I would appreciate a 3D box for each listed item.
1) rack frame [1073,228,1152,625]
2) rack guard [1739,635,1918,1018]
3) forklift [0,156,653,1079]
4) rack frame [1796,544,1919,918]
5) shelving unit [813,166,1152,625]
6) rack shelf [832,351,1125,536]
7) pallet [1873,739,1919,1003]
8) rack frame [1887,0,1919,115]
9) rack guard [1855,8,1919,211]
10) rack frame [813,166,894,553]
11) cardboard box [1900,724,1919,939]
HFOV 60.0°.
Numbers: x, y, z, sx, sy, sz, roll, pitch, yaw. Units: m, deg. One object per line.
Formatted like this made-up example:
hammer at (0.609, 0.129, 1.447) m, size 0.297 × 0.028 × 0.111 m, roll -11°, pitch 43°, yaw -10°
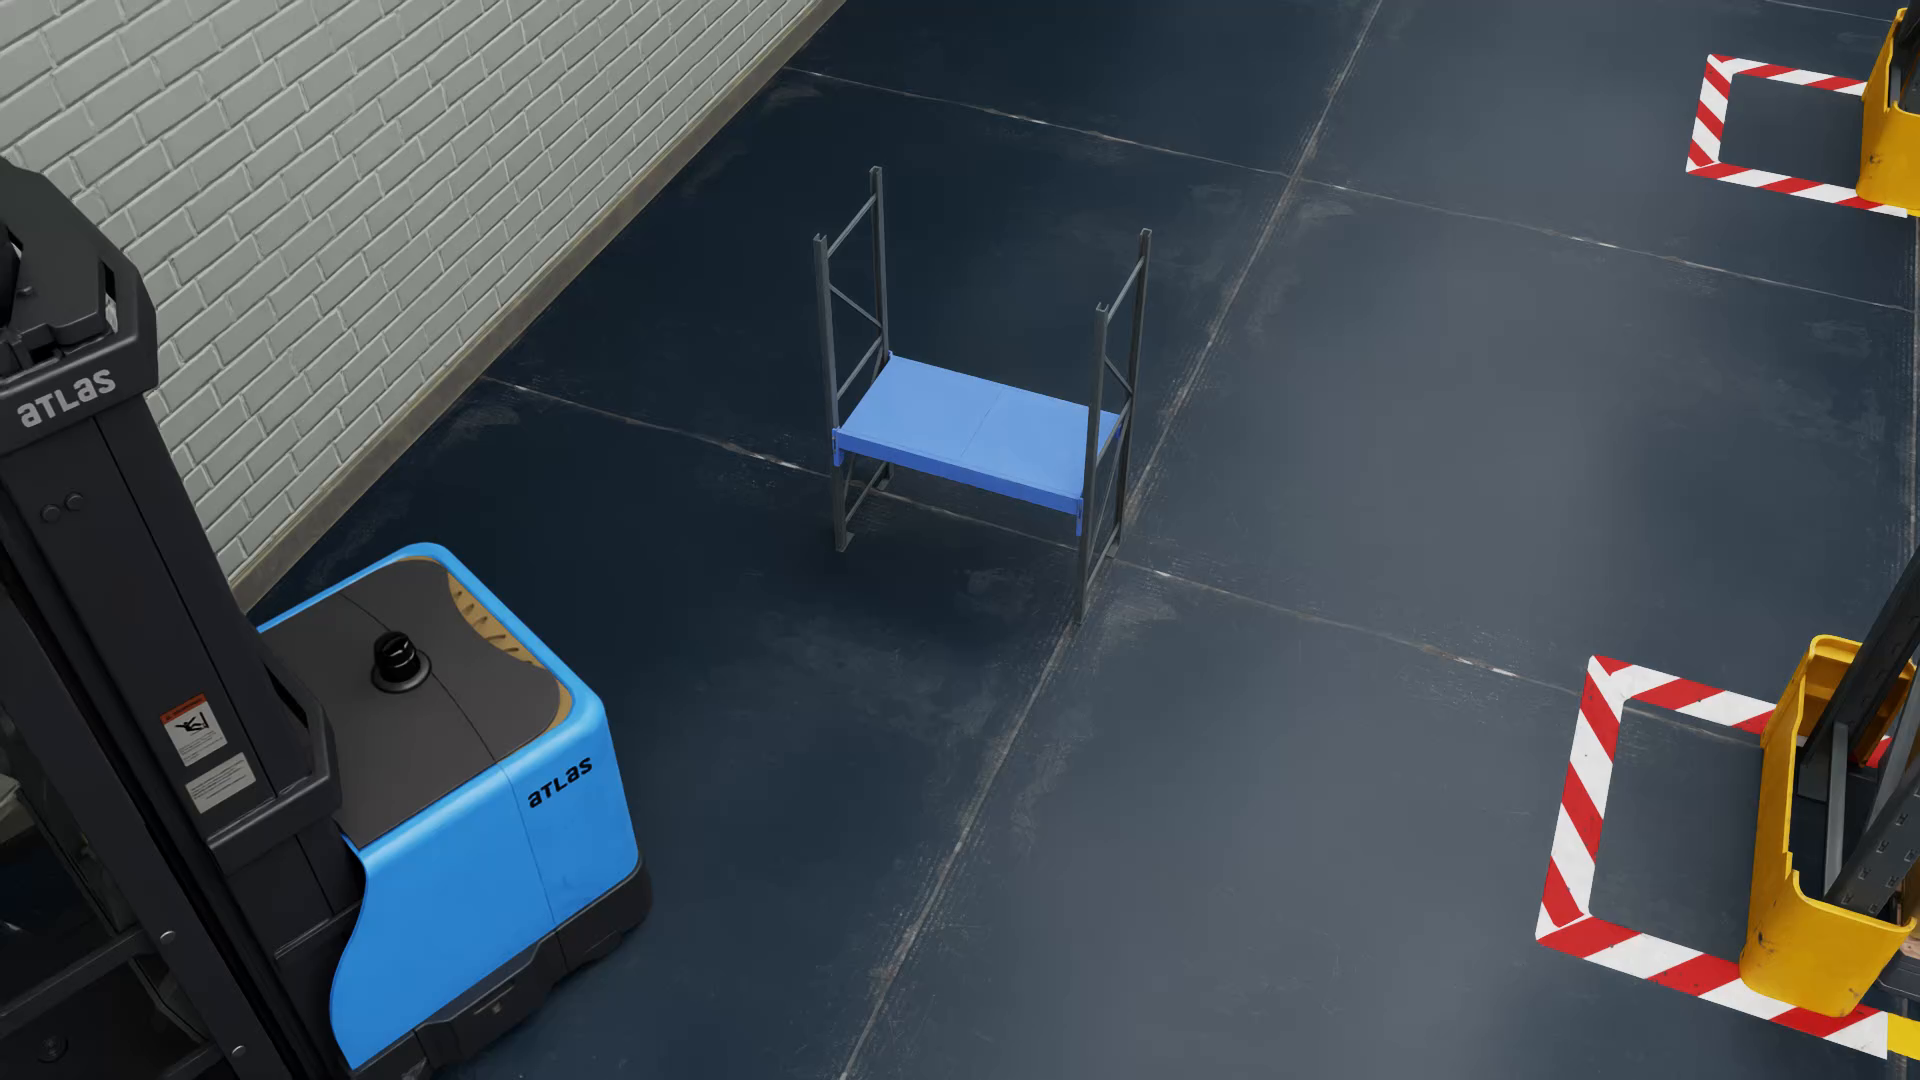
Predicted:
rack frame at (0.548, -0.370, 6.059) m, size 0.032 × 1.500 × 0.500 m, roll 16°, pitch 47°, yaw 16°
rack guard at (2.869, 0.916, 5.475) m, size 0.348 × 0.500 × 1.175 m, roll 16°, pitch 47°, yaw 16°
forklift at (-2.425, 0.664, 4.005) m, size 3.031 × 2.935 × 1.130 m, roll -34°, pitch 54°, yaw -29°
rack frame at (2.891, 0.036, 4.587) m, size 0.127 × 3.000 × 1.000 m, roll 16°, pitch 47°, yaw 16°
shelving unit at (0.079, -0.509, 6.198) m, size 1.048 × 1.500 × 0.538 m, roll 16°, pitch 47°, yaw 16°
rack shelf at (0.079, -0.381, 6.325) m, size 1.000 × 0.185 × 0.538 m, roll 16°, pitch 47°, yaw 16°
pallet at (3.659, 1.191, 5.404) m, size 1.213 × 0.211 × 1.003 m, roll 16°, pitch 47°, yaw 16°
rack frame at (4.894, -3.165, 7.805) m, size 0.127 × 3.000 × 1.000 m, roll 16°, pitch 47°, yaw 16°
rack guard at (4.964, -2.258, 8.665) m, size 0.348 × 0.500 × 1.175 m, roll 16°, pitch 47°, yaw 16°
rack frame at (-0.390, -0.647, 6.336) m, size 0.032 × 1.500 × 0.500 m, roll 16°, pitch 47°, yaw 16°
cardboard box at (3.512, 0.762, 5.066) m, size 0.875 × 0.875 × 0.875 m, roll 16°, pitch 47°, yaw 16°
